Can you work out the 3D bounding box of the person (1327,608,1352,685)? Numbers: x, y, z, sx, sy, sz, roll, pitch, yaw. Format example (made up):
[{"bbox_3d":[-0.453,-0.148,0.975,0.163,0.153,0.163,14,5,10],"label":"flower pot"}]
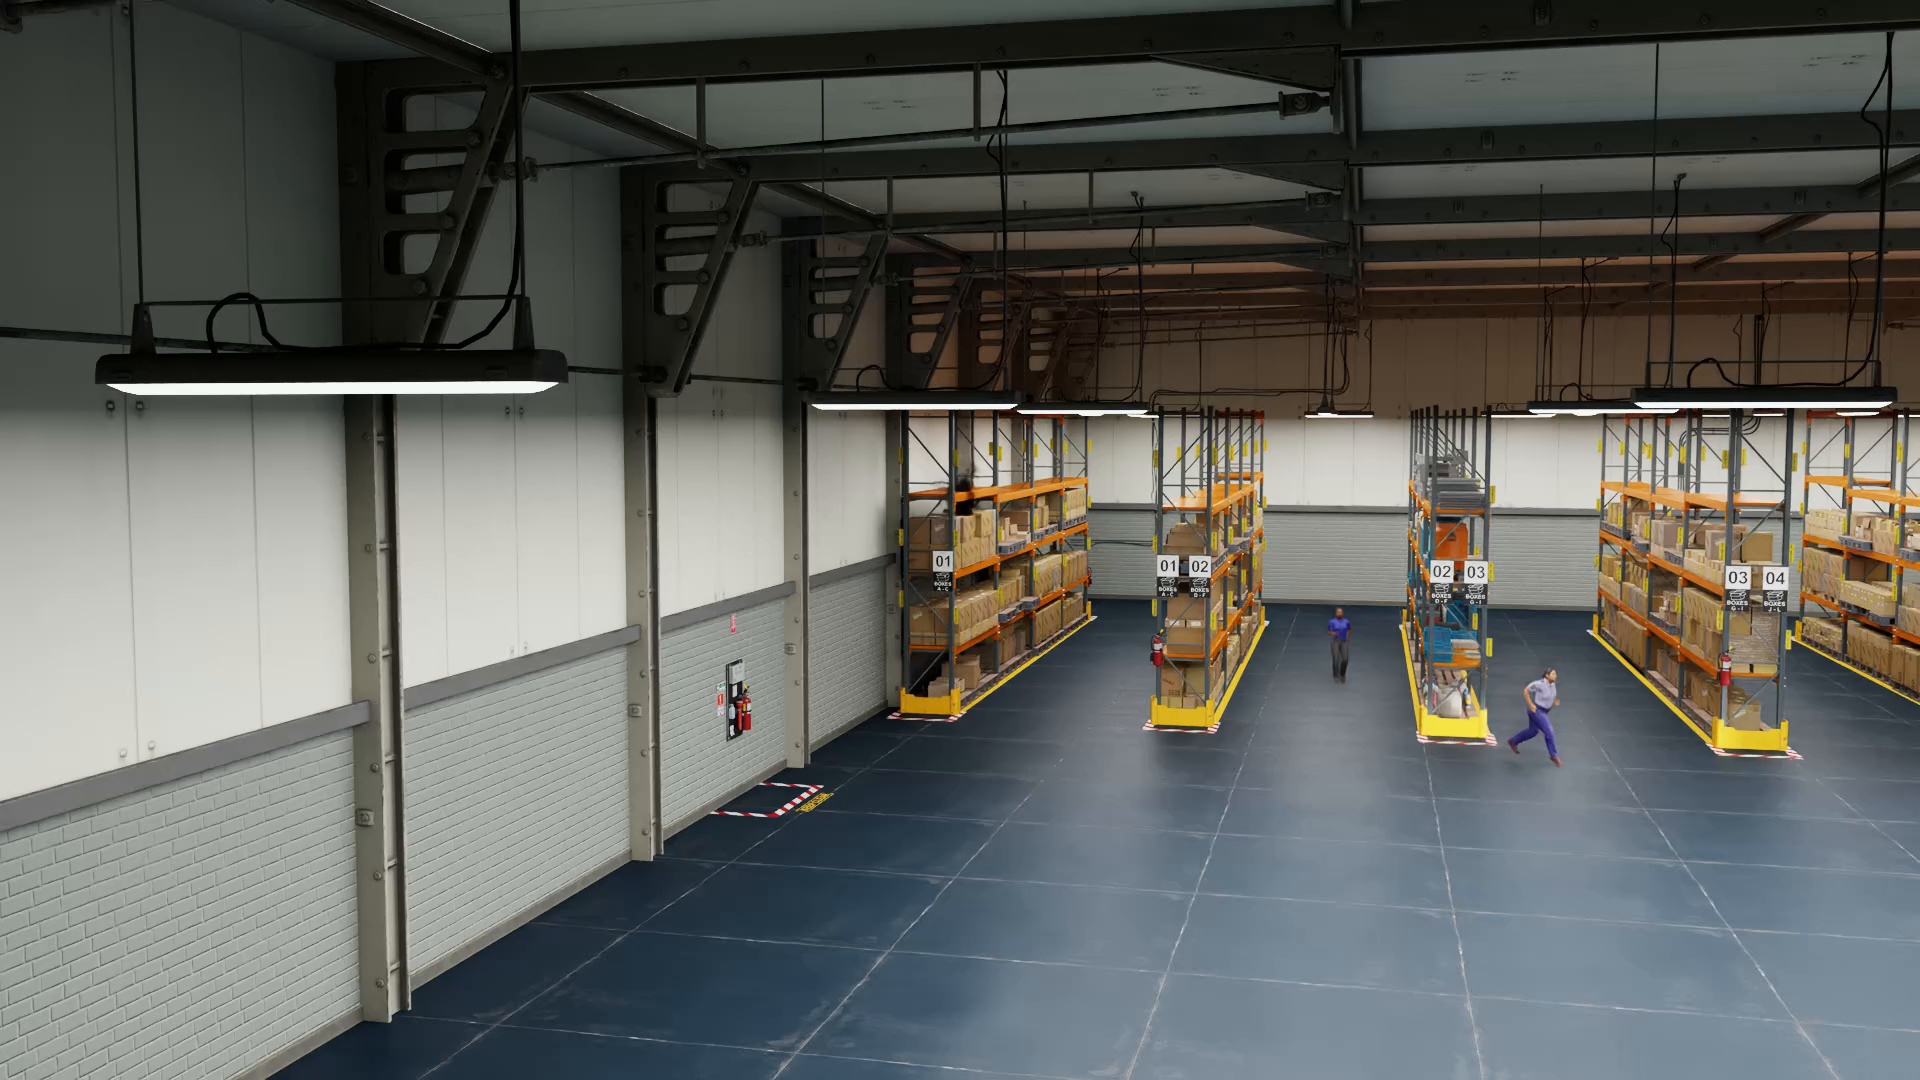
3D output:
[{"bbox_3d":[8.272,2.319,36.188,0.558,1.672,0.667,0,4,4],"label":"person"}]

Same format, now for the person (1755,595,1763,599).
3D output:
[{"bbox_3d":[20.533,1.828,42.907,0.679,1.648,0.677,2,4,21],"label":"person"}]

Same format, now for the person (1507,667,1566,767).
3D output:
[{"bbox_3d":[9.665,2.934,27.834,1.037,1.638,0.609,4,5,42],"label":"person"}]
